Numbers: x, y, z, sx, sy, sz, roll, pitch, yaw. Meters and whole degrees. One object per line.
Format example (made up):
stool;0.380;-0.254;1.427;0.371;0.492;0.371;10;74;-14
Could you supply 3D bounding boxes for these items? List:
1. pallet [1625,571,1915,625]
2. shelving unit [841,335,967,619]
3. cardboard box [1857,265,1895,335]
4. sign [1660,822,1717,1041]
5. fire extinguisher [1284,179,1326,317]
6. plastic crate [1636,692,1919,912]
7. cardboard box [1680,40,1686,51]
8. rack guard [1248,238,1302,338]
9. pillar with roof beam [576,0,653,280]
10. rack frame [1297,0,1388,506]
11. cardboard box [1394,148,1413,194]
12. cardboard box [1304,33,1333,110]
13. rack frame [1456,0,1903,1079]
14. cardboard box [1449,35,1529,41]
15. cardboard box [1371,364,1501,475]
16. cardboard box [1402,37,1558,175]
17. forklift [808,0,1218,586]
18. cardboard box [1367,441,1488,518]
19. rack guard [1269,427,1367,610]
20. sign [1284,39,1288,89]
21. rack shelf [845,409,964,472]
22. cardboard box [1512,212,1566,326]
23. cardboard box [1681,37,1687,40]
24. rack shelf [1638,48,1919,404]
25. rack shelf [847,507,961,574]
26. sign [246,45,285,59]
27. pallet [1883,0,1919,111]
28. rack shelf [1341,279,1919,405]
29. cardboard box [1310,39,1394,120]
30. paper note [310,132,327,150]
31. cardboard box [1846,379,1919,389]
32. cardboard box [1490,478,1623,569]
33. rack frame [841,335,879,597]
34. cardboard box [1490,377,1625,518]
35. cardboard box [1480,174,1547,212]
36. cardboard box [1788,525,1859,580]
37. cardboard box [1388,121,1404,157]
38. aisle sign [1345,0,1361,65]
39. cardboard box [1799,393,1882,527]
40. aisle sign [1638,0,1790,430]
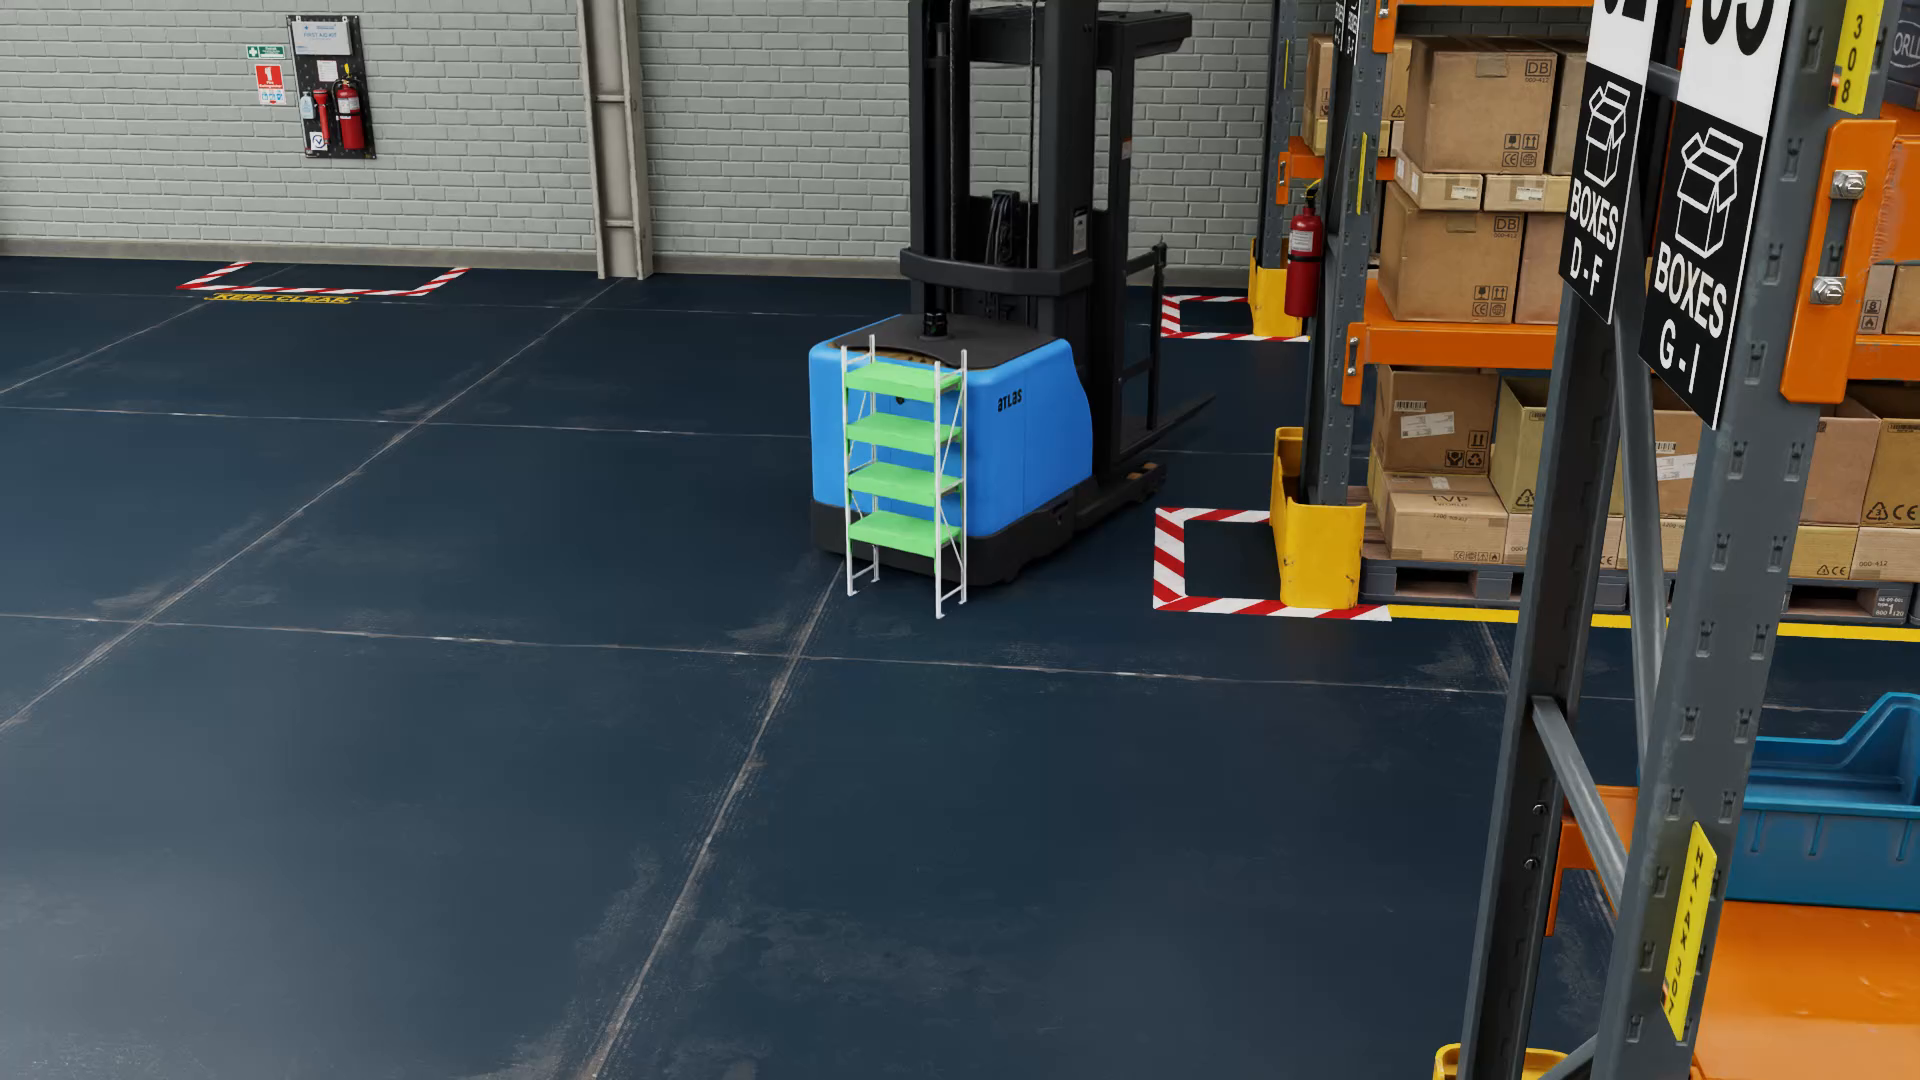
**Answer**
pallet;3.720;0.076;7.960;1.213;0.211;1.003;2;22;6
shelving unit;-0.248;-0.285;7.528;0.503;1.200;0.258;13;25;29
cardboard box;3.747;-1.248;7.380;0.500;0.500;0.700;3;22;8
sign;1.092;0.588;2.495;0.005;0.325;0.100;2;22;6
fire extinguisher;1.685;-1.431;8.084;0.183;0.674;0.296;2;22;6
plastic crate;1.693;0.498;3.303;0.616;0.251;0.499;2;22;6
cardboard box;3.286;-1.872;7.195;0.500;0.500;0.700;3;22;7
rack guard;2.402;-1.935;12.654;0.348;0.500;1.175;2;22;6
pillar with roof beam;-3.341;-4.864;8.503;0.400;9.000;9.100;2;22;6
rack frame;1.747;-1.292;7.628;0.127;3.000;1.000;2;22;6
cardboard box;2.149;-1.693;7.624;0.250;0.149;0.380;2;22;5
cardboard box;2.820;-3.446;12.234;0.500;0.500;0.500;2;22;6
rack frame;1.160;0.518;3.051;0.053;2.616;0.949;2;22;6
cardboard box;3.832;-3.400;12.117;0.500;0.500;0.500;2;22;5
cardboard box;2.315;-0.643;8.134;0.500;0.500;0.500;2;22;6
cardboard box;2.262;-1.915;7.302;0.500;0.500;0.700;3;22;6
forklift;0.477;-1.642;8.608;1.130;2.935;3.031;13;25;30
cardboard box;2.315;-0.293;8.270;0.500;0.250;0.500;2;22;6
rack guard;1.724;-0.130;8.090;0.348;0.500;1.175;2;22;6
sign;2.263;-3.305;11.543;0.005;0.325;0.100;2;22;6
rack shelf;-0.248;-0.448;7.463;0.480;0.148;0.258;13;25;29
cardboard box;2.732;-1.293;7.493;0.500;0.500;0.700;3;22;8
cardboard box;5.343;-3.336;11.956;0.500;0.500;0.500;2;22;6
rack shelf;3.147;-0.457;2.416;4.000;0.370;1.077;2;22;6
rack shelf;-0.248;-0.002;7.639;0.480;0.148;0.258;13;25;29
sign;-5.818;-4.088;13.930;0.331;0.109;0.001;2;22;6
pallet;1.971;-0.719;2.356;1.213;0.211;1.003;2;22;6
rack shelf;3.733;-0.871;7.541;4.000;0.370;1.077;2;22;6
cardboard box;2.765;-3.259;11.759;0.500;0.500;0.500;3;22;6
paper note;-5.452;-3.390;14.133;0.142;0.148;0.016;2;22;6
cardboard box;4.303;-0.562;7.930;0.500;0.500;0.500;2;22;6
cardboard box;2.751;-0.084;7.741;0.500;0.250;0.500;2;22;6
rack frame;-0.456;-0.331;7.646;0.015;1.200;0.240;13;25;29
cardboard box;2.750;-0.432;7.601;0.500;0.500;0.500;2;22;6
cardboard box;2.374;-1.534;7.222;0.250;0.149;0.380;2;22;5
cardboard box;3.743;-0.039;7.626;0.500;0.250;0.500;2;22;6
cardboard box;3.291;-2.886;11.836;0.500;0.250;0.500;2;22;5
aisle sign;1.646;-2.392;6.874;0.004;0.787;0.394;2;22;6
cardboard box;3.743;-0.387;7.487;0.500;0.500;0.500;2;22;6
aisle sign;1.055;-0.589;2.313;0.004;0.787;0.394;2;22;6
